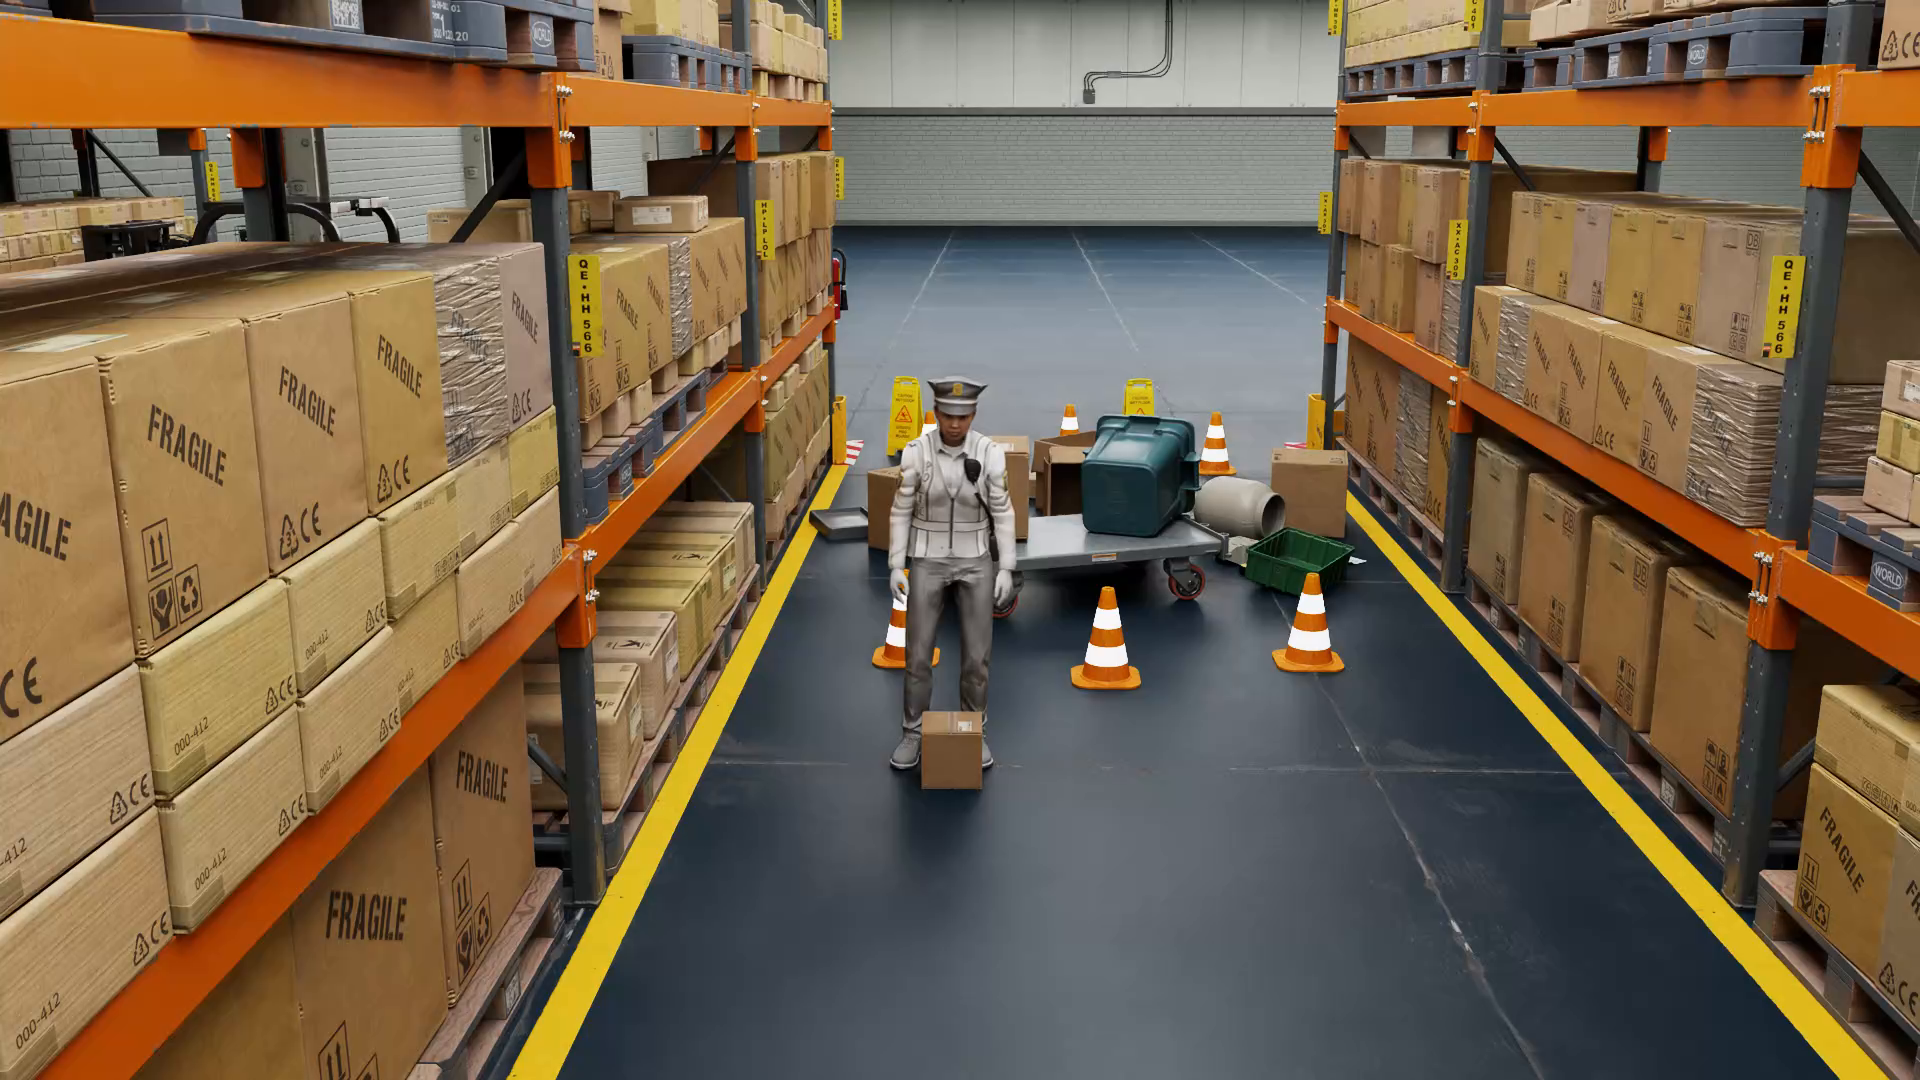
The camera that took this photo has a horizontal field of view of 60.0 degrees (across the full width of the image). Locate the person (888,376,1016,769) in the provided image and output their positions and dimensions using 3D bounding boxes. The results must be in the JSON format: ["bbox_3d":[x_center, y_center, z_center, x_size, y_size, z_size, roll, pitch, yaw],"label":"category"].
[{"bbox_3d":[-0.033,0.132,6.968,0.536,1.662,0.378,0,14,1],"label":"person"}]
